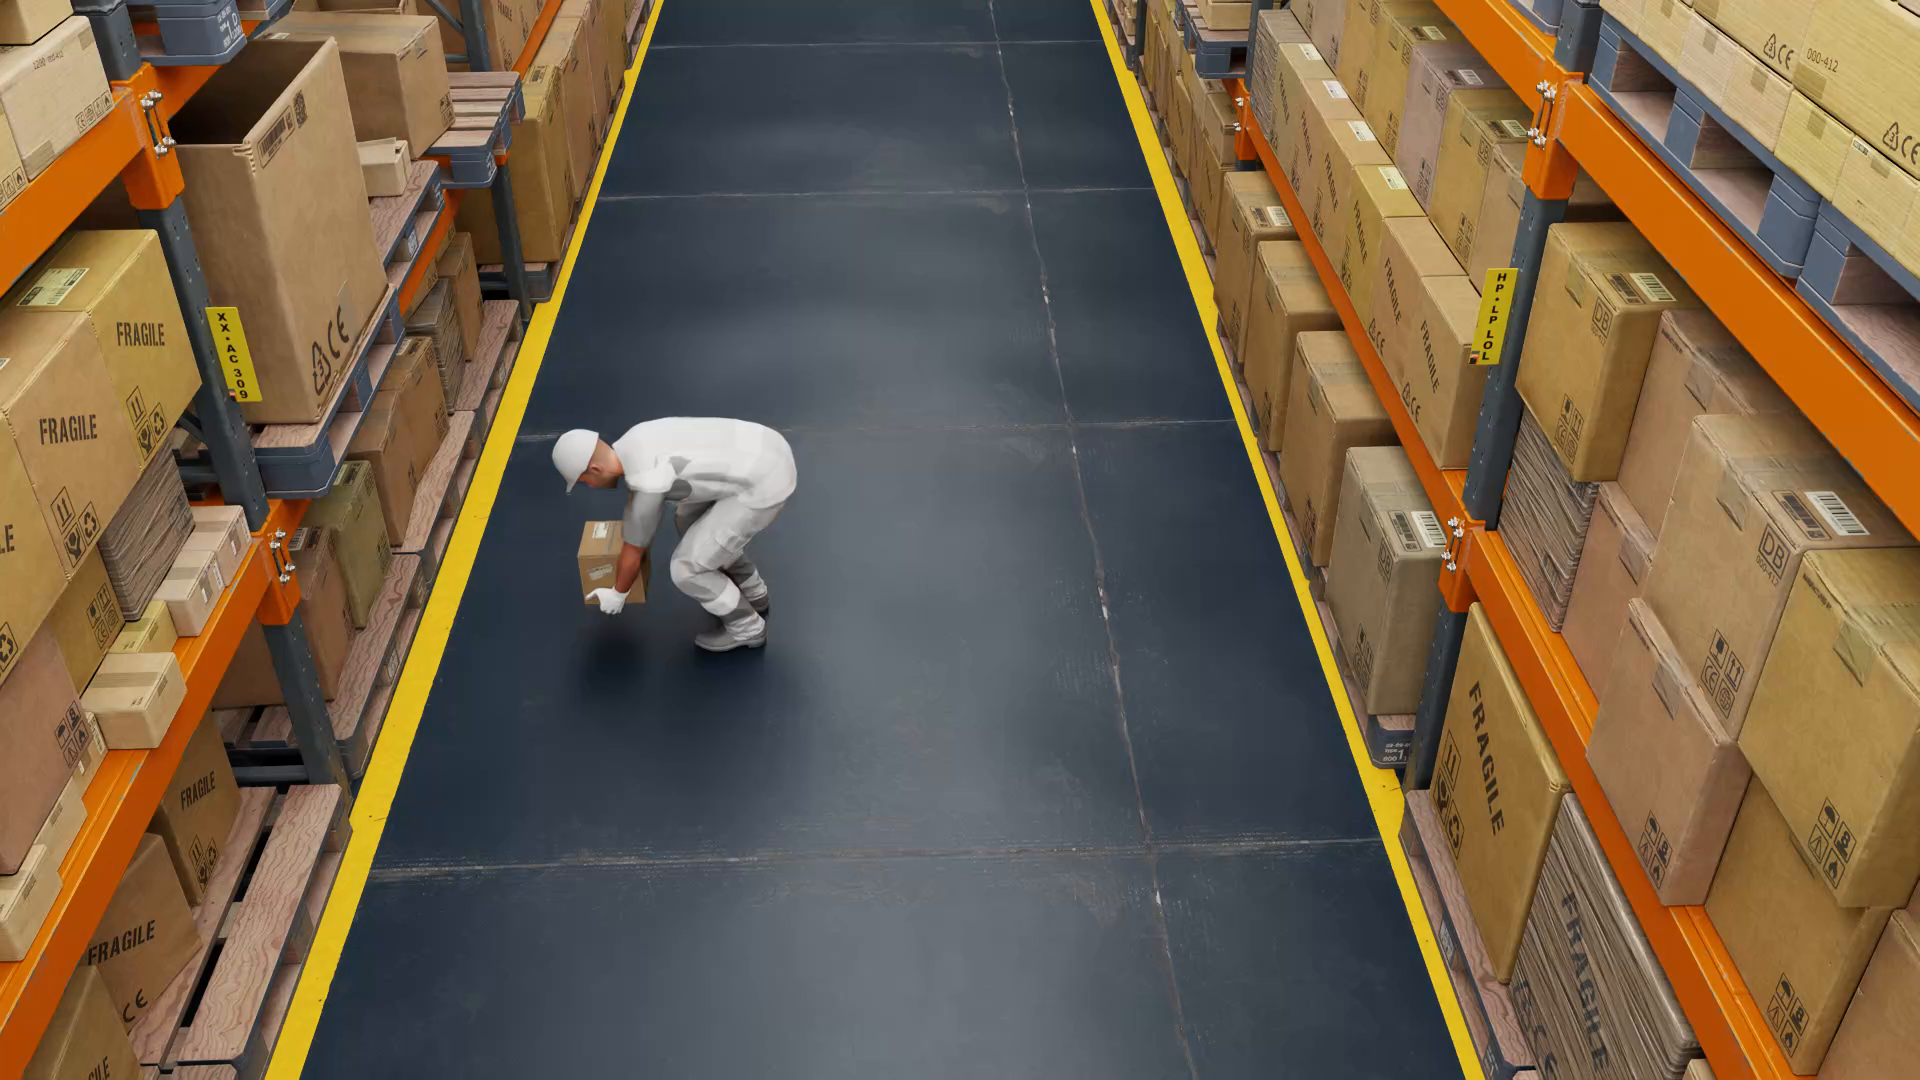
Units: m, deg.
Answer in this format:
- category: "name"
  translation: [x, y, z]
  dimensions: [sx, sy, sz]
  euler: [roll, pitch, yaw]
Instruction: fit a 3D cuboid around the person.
- category: "person"
  translation: [-1.138, -0.039, 6.857]
  dimensions: [0.958, 1.012, 0.534]
  euler: [-3, 35, -4]
